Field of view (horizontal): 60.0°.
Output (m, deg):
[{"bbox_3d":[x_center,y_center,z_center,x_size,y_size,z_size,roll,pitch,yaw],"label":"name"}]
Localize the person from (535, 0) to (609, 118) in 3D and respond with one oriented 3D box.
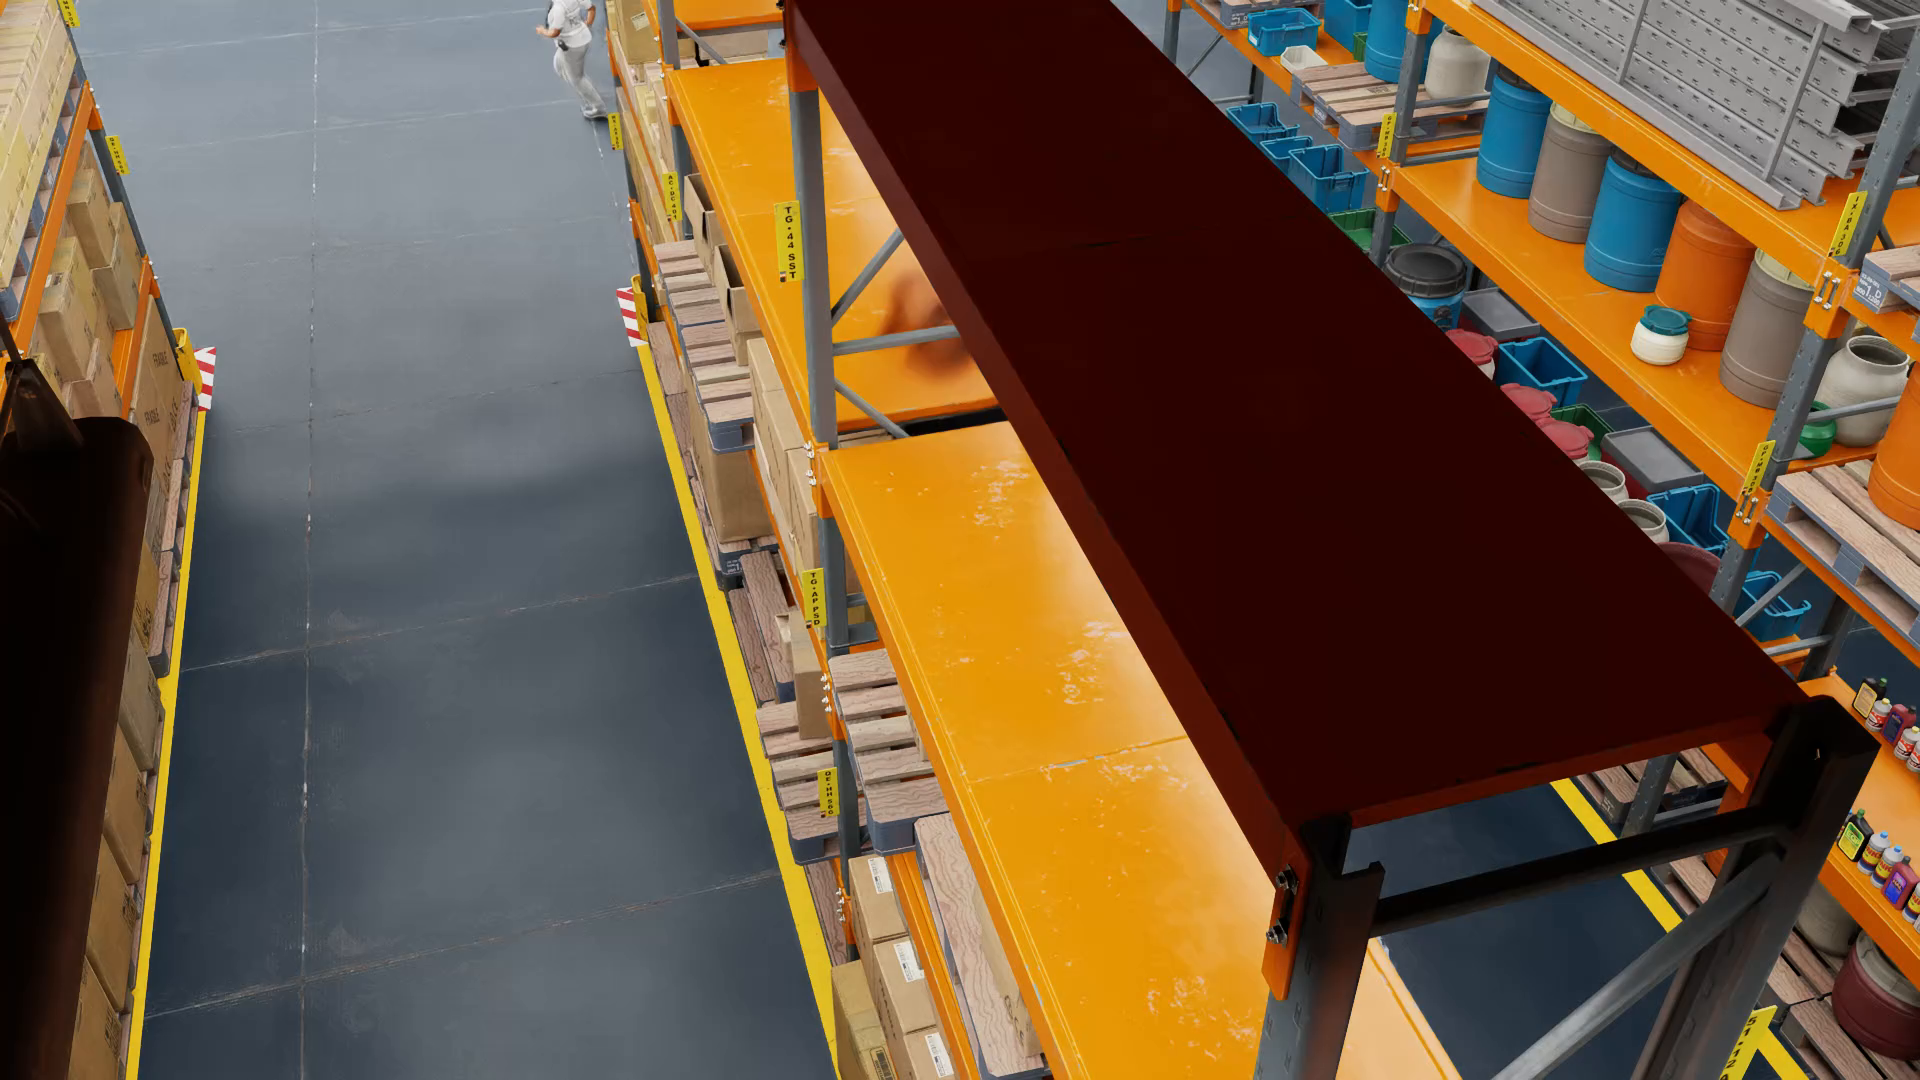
[{"bbox_3d":[-4.330,-5.488,18.423,0.704,1.631,0.576,6,39,8],"label":"person"}]
